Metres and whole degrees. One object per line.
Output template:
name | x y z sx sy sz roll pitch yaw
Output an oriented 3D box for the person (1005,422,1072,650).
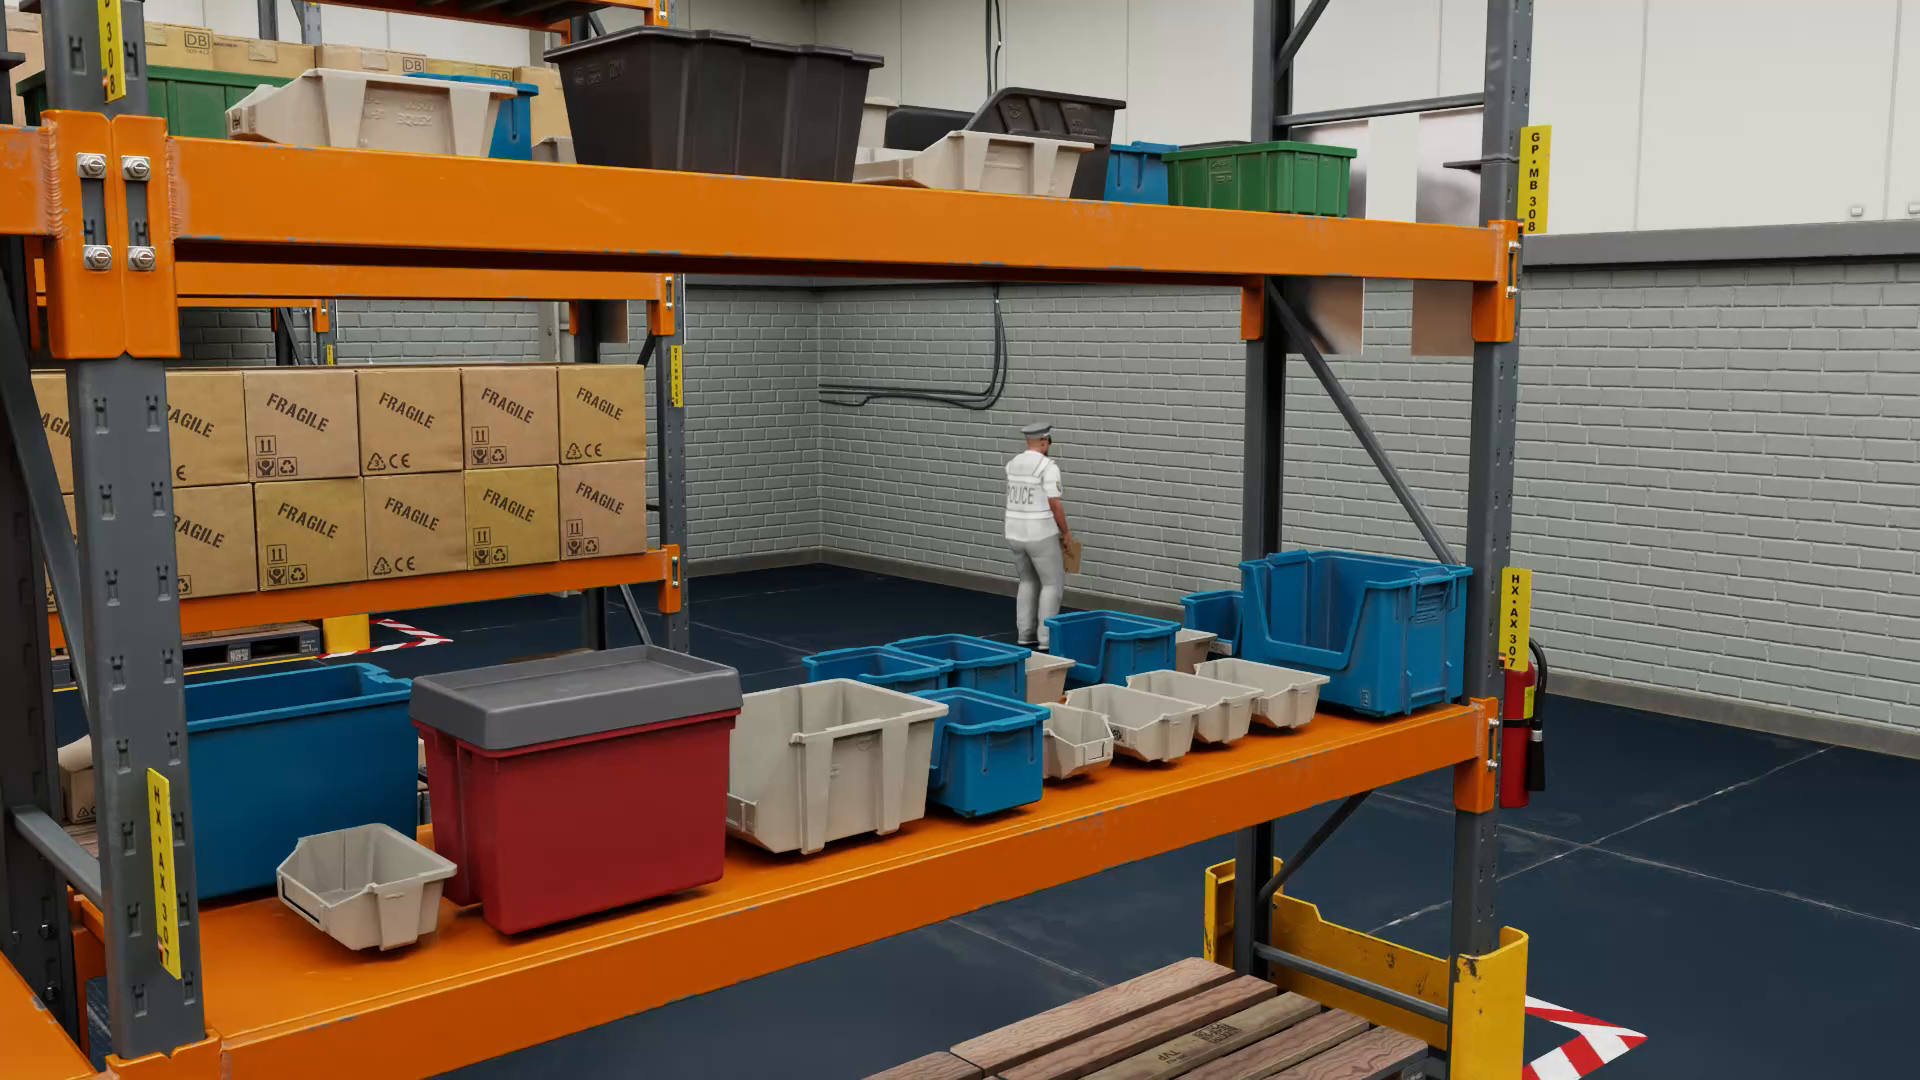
person | 0.604 -0.038 12.988 0.470 1.763 0.547 -7 10 -42
